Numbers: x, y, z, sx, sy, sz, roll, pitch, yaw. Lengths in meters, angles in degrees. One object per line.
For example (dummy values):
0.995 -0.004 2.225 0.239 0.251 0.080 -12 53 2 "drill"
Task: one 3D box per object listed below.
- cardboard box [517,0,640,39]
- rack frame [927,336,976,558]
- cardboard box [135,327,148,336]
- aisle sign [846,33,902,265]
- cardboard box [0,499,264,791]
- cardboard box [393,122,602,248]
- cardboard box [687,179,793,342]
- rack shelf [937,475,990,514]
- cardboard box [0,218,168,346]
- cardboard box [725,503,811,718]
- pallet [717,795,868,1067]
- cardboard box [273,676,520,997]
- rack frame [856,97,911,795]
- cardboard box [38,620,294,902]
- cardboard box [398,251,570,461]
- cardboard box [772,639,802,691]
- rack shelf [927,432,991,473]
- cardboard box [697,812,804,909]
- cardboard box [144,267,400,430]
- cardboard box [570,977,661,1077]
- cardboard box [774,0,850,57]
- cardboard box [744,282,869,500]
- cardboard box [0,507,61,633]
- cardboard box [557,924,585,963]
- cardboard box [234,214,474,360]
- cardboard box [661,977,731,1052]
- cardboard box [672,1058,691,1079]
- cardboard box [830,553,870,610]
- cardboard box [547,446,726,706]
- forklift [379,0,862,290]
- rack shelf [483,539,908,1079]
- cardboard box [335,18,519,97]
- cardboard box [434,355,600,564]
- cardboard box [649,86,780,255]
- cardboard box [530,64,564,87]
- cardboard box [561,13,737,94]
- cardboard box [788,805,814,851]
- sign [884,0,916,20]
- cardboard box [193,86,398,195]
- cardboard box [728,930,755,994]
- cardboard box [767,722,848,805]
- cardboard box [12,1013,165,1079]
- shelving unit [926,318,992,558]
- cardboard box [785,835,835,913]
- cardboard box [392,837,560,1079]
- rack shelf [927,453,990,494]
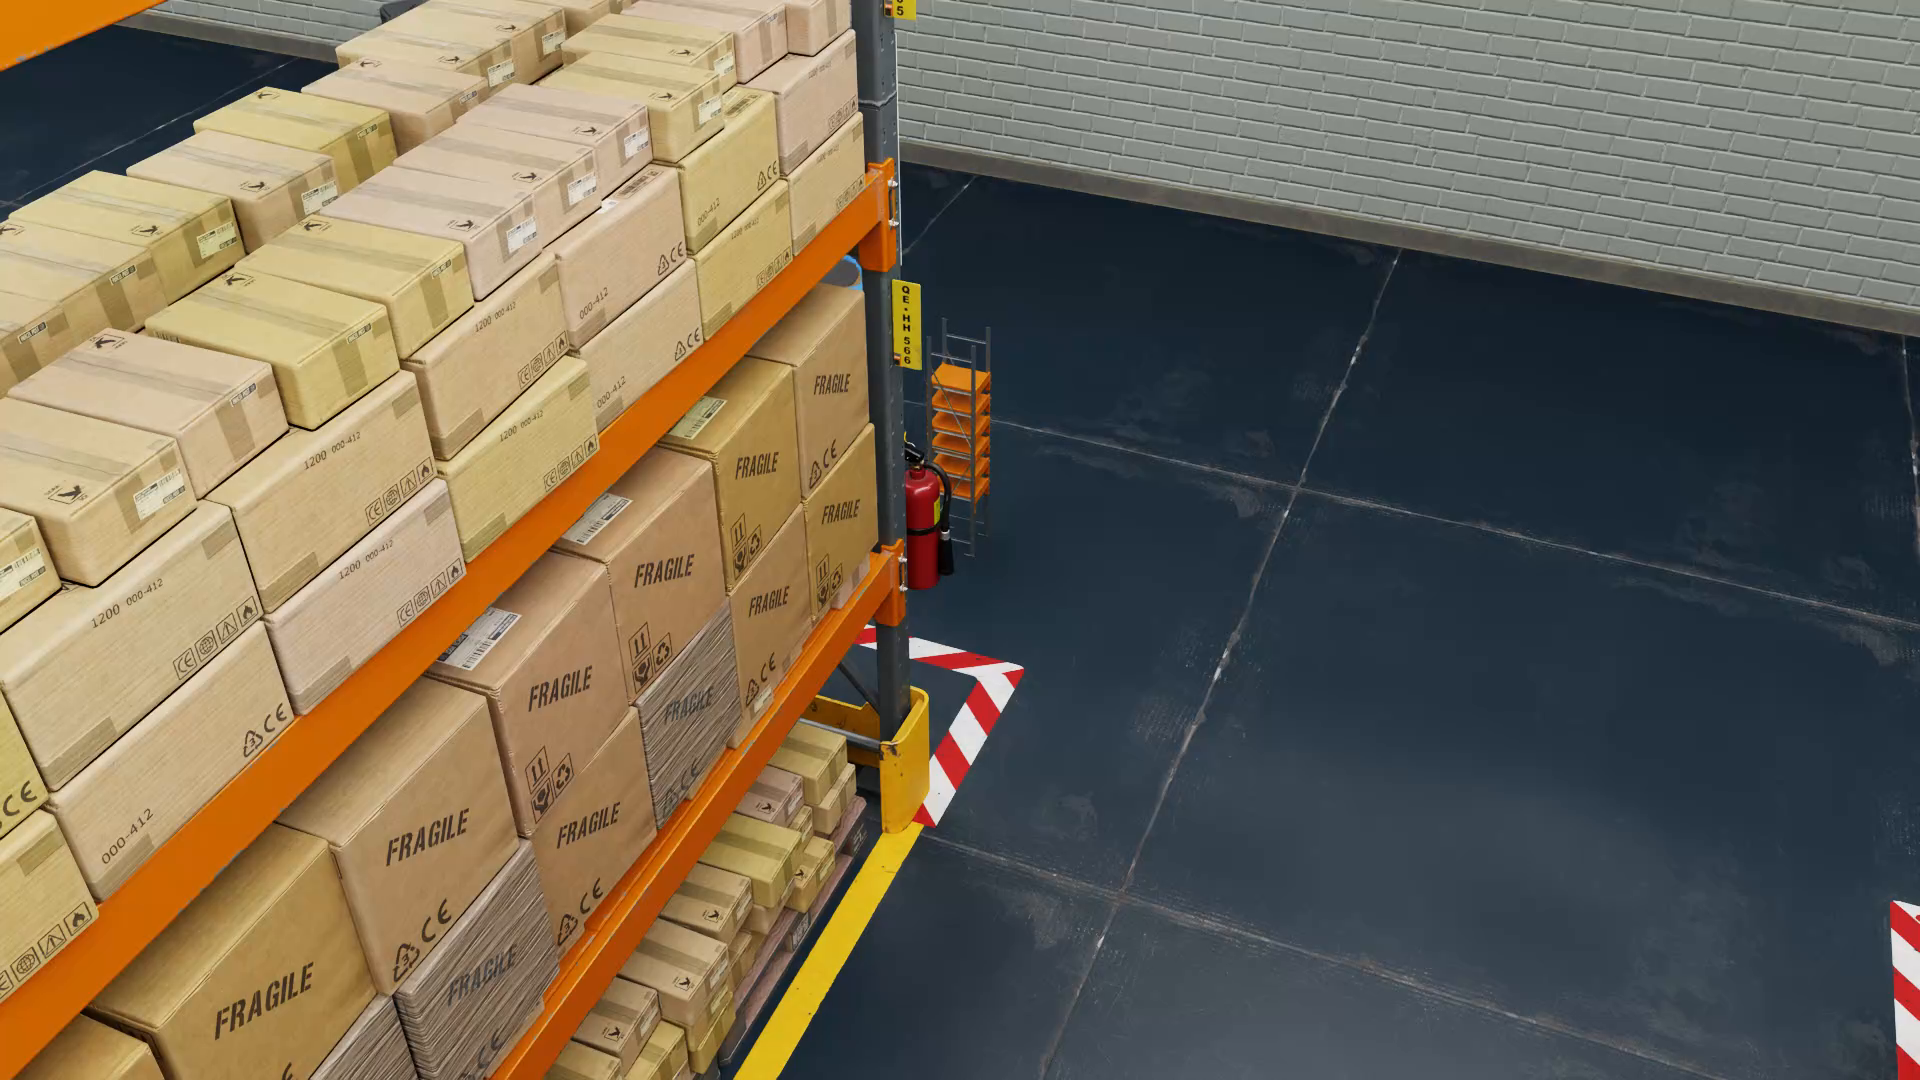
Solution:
-1.131 -1.503 4.727 0.380 0.149 0.250 15 39 20 "cardboard box"
-0.040 -0.422 7.914 0.240 1.200 0.006 14 39 18 "rack frame"
-1.862 -0.282 3.426 0.500 0.250 0.500 15 39 20 "cardboard box"
-0.378 -1.280 5.387 0.394 0.787 0.004 14 39 18 "aisle sign"
-1.606 0.120 2.888 0.500 0.250 0.500 14 39 18 "cardboard box"
-1.055 -0.815 3.806 0.380 0.149 0.250 15 39 19 "cardboard box"
-0.799 -0.812 4.552 0.500 0.250 0.500 14 39 18 "cardboard box"
-0.005 -0.245 8.152 0.258 0.103 0.180 14 39 18 "rack shelf"
-1.871 -0.511 3.398 0.380 0.149 0.250 14 39 17 "cardboard box"
-0.817 0.166 5.292 0.500 0.500 0.500 13 39 17 "cardboard box"
-1.054 1.334 6.390 1.003 0.211 1.213 14 39 18 "pallet"
-1.405 0.632 3.834 0.500 0.500 0.500 14 39 18 "cardboard box"
-0.683 -0.266 6.203 1.000 3.000 0.127 14 39 18 "rack frame"
-1.603 0.331 3.023 0.500 0.250 0.500 13 39 17 "cardboard box"
-1.217 -0.452 3.653 0.500 0.250 0.500 12 38 16 "cardboard box"
-0.757 0.350 5.587 0.380 0.149 0.250 13 39 17 "cardboard box"
-0.005 -0.437 8.008 0.258 0.103 0.180 14 39 18 "rack shelf"
-0.780 1.118 5.884 0.380 0.149 0.250 13 39 17 "cardboard box"
-1.326 -0.376 3.218 0.380 0.149 0.250 16 40 20 "cardboard box"
-1.191 1.529 5.334 0.380 0.149 0.250 13 39 16 "cardboard box"
-0.538 -1.517 4.745 0.380 0.149 0.250 14 39 17 "cardboard box"
-0.627 -0.516 5.369 0.500 0.500 0.500 13 39 17 "cardboard box"
-1.693 0.046 2.654 0.380 0.149 0.250 13 39 17 "cardboard box"
-1.280 1.067 4.628 0.380 0.149 0.250 15 39 19 "cardboard box"
-1.239 -0.524 3.416 0.380 0.149 0.250 13 39 16 "cardboard box"
-1.001 1.523 5.590 0.380 0.149 0.250 14 39 18 "cardboard box"
-1.119 1.780 5.495 0.380 0.149 0.250 15 39 19 "cardboard box"
-0.546 0.079 5.950 0.380 0.149 0.250 14 39 18 "cardboard box"
-1.010 0.054 4.606 0.500 0.500 0.500 16 40 20 "cardboard box"
-1.907 -1.399 7.775 3.031 2.935 1.130 -20 41 -24 "forklift"
-1.444 1.129 4.937 1.077 0.370 4.000 14 39 18 "rack shelf"
-1.395 -1.235 4.368 0.380 0.149 0.250 14 39 18 "cardboard box"
-1.184 -0.241 3.789 0.500 0.250 0.500 16 40 20 "cardboard box"
-0.817 -1.012 4.402 0.500 0.250 0.500 13 39 17 "cardboard box"
-1.288 -1.135 4.567 0.500 0.250 0.500 13 39 17 "cardboard box"
-0.819 -1.260 4.401 0.380 0.149 0.250 13 39 16 "cardboard box"
-0.770 1.078 6.186 0.380 0.149 0.250 13 39 17 "cardboard box"
-0.178 -1.685 4.856 0.100 0.325 0.005 14 39 18 "sign"
-1.583 -0.944 3.978 0.380 0.149 0.250 15 39 19 "cardboard box"
-0.957 1.478 5.899 0.380 0.149 0.250 14 39 18 "cardboard box"
-0.650 0.820 6.283 0.380 0.149 0.250 14 39 18 "cardboard box"
-1.808 1.194 3.081 0.500 0.500 0.500 15 39 19 "cardboard box"
-0.005 -0.473 7.982 0.258 1.200 0.189 14 39 18 "shelving unit"
-0.695 1.212 6.256 0.380 0.149 0.250 15 39 19 "cardboard box"
-1.377 1.026 4.142 0.500 0.500 0.500 13 39 17 "cardboard box"
-0.005 -0.341 8.080 0.258 0.103 0.180 14 39 18 "rack shelf"
